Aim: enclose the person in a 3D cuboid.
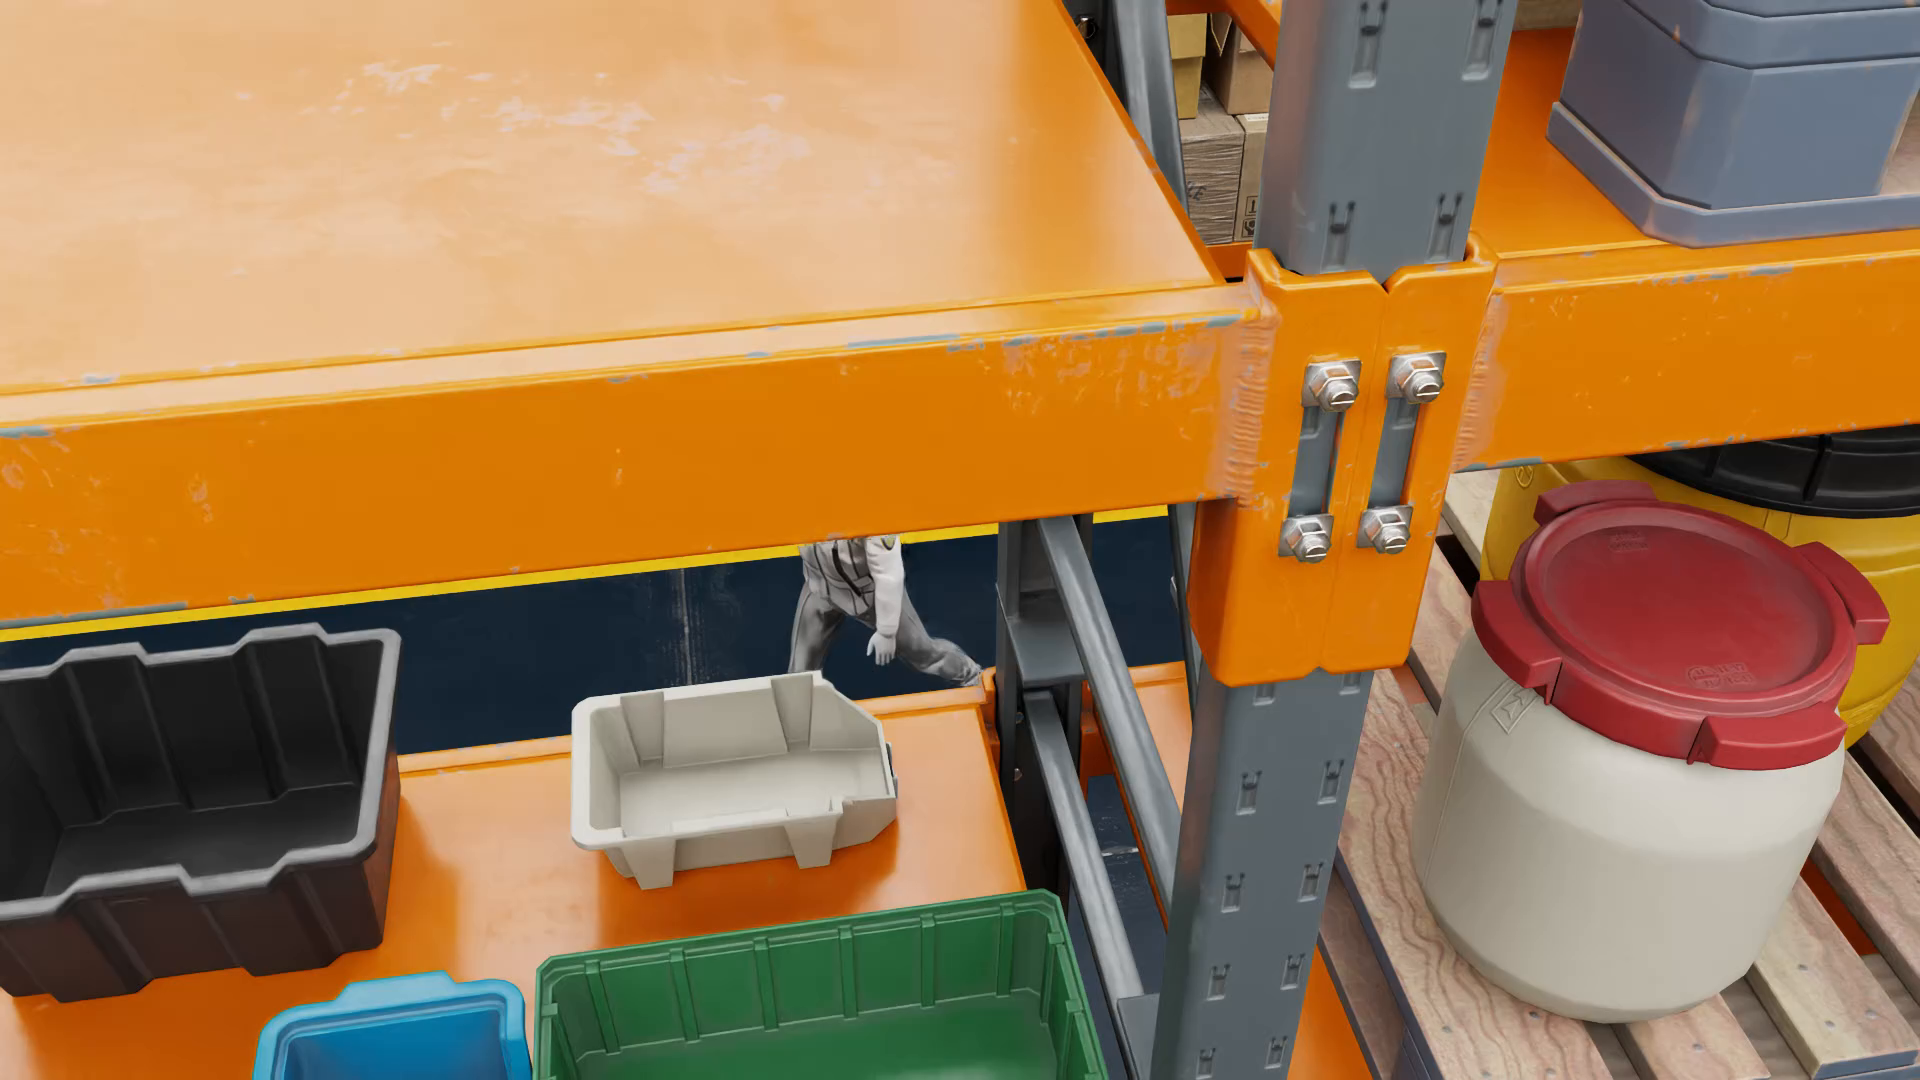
[{"bbox_3d":[-0.296,0.171,5.936,0.581,1.639,0.943,25,45,28],"label":"person"}]
